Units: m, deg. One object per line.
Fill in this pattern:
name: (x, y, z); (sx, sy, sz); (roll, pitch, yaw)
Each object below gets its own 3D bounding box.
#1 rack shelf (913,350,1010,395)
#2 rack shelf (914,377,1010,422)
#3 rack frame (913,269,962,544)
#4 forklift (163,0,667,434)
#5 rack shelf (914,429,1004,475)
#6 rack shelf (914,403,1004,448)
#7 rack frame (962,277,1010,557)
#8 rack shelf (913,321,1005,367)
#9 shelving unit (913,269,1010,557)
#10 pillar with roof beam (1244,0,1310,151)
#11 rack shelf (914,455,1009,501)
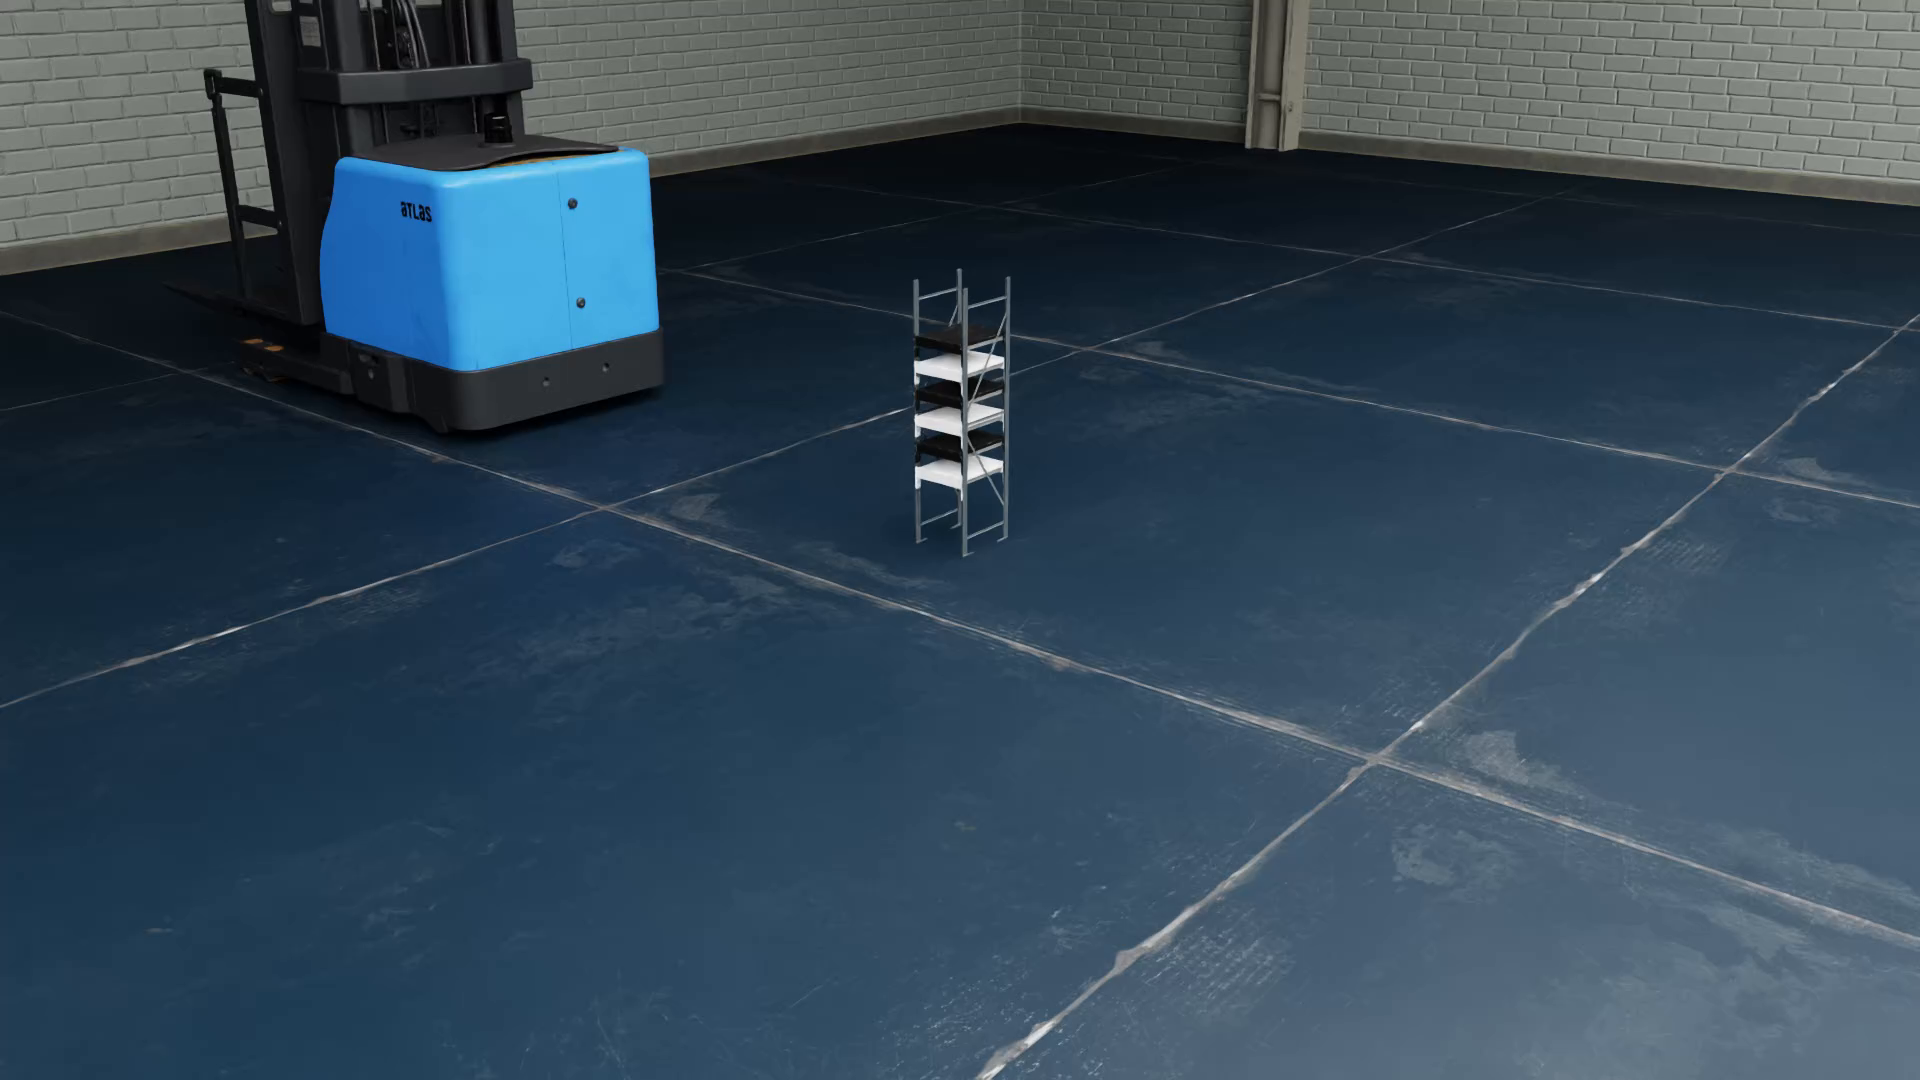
rack shelf: (0.006, -0.556, 5.453); (0.200, 0.077, 0.258); (16, 26, 36)
rack shelf: (0.006, -0.472, 5.485); (0.200, 0.077, 0.258); (16, 26, 36)
rack frame: (-0.072, -0.442, 5.565); (0.006, 0.900, 0.240); (16, 26, 36)
forklift: (-2.731, -2.215, 7.389); (3.031, 2.935, 1.130); (17, 27, 38)
rack shelf: (0.006, -0.304, 5.548); (0.200, 0.077, 0.258); (16, 26, 36)
rack shelf: (0.006, -0.388, 5.516); (0.200, 0.077, 0.258); (16, 26, 36)
rack frame: (0.085, -0.397, 5.444); (0.006, 0.900, 0.240); (16, 26, 36)
rack shelf: (0.006, -0.641, 5.421); (0.200, 0.077, 0.258); (16, 26, 36)
shelving unit: (0.006, -0.419, 5.505); (0.210, 0.900, 0.258); (16, 26, 36)
pillar with roof beam: (0.114, -6.600, 10.417); (0.400, 9.000, 9.100); (16, 26, 36)
rack shelf: (0.006, -0.220, 5.580); (0.200, 0.077, 0.258); (16, 26, 36)
